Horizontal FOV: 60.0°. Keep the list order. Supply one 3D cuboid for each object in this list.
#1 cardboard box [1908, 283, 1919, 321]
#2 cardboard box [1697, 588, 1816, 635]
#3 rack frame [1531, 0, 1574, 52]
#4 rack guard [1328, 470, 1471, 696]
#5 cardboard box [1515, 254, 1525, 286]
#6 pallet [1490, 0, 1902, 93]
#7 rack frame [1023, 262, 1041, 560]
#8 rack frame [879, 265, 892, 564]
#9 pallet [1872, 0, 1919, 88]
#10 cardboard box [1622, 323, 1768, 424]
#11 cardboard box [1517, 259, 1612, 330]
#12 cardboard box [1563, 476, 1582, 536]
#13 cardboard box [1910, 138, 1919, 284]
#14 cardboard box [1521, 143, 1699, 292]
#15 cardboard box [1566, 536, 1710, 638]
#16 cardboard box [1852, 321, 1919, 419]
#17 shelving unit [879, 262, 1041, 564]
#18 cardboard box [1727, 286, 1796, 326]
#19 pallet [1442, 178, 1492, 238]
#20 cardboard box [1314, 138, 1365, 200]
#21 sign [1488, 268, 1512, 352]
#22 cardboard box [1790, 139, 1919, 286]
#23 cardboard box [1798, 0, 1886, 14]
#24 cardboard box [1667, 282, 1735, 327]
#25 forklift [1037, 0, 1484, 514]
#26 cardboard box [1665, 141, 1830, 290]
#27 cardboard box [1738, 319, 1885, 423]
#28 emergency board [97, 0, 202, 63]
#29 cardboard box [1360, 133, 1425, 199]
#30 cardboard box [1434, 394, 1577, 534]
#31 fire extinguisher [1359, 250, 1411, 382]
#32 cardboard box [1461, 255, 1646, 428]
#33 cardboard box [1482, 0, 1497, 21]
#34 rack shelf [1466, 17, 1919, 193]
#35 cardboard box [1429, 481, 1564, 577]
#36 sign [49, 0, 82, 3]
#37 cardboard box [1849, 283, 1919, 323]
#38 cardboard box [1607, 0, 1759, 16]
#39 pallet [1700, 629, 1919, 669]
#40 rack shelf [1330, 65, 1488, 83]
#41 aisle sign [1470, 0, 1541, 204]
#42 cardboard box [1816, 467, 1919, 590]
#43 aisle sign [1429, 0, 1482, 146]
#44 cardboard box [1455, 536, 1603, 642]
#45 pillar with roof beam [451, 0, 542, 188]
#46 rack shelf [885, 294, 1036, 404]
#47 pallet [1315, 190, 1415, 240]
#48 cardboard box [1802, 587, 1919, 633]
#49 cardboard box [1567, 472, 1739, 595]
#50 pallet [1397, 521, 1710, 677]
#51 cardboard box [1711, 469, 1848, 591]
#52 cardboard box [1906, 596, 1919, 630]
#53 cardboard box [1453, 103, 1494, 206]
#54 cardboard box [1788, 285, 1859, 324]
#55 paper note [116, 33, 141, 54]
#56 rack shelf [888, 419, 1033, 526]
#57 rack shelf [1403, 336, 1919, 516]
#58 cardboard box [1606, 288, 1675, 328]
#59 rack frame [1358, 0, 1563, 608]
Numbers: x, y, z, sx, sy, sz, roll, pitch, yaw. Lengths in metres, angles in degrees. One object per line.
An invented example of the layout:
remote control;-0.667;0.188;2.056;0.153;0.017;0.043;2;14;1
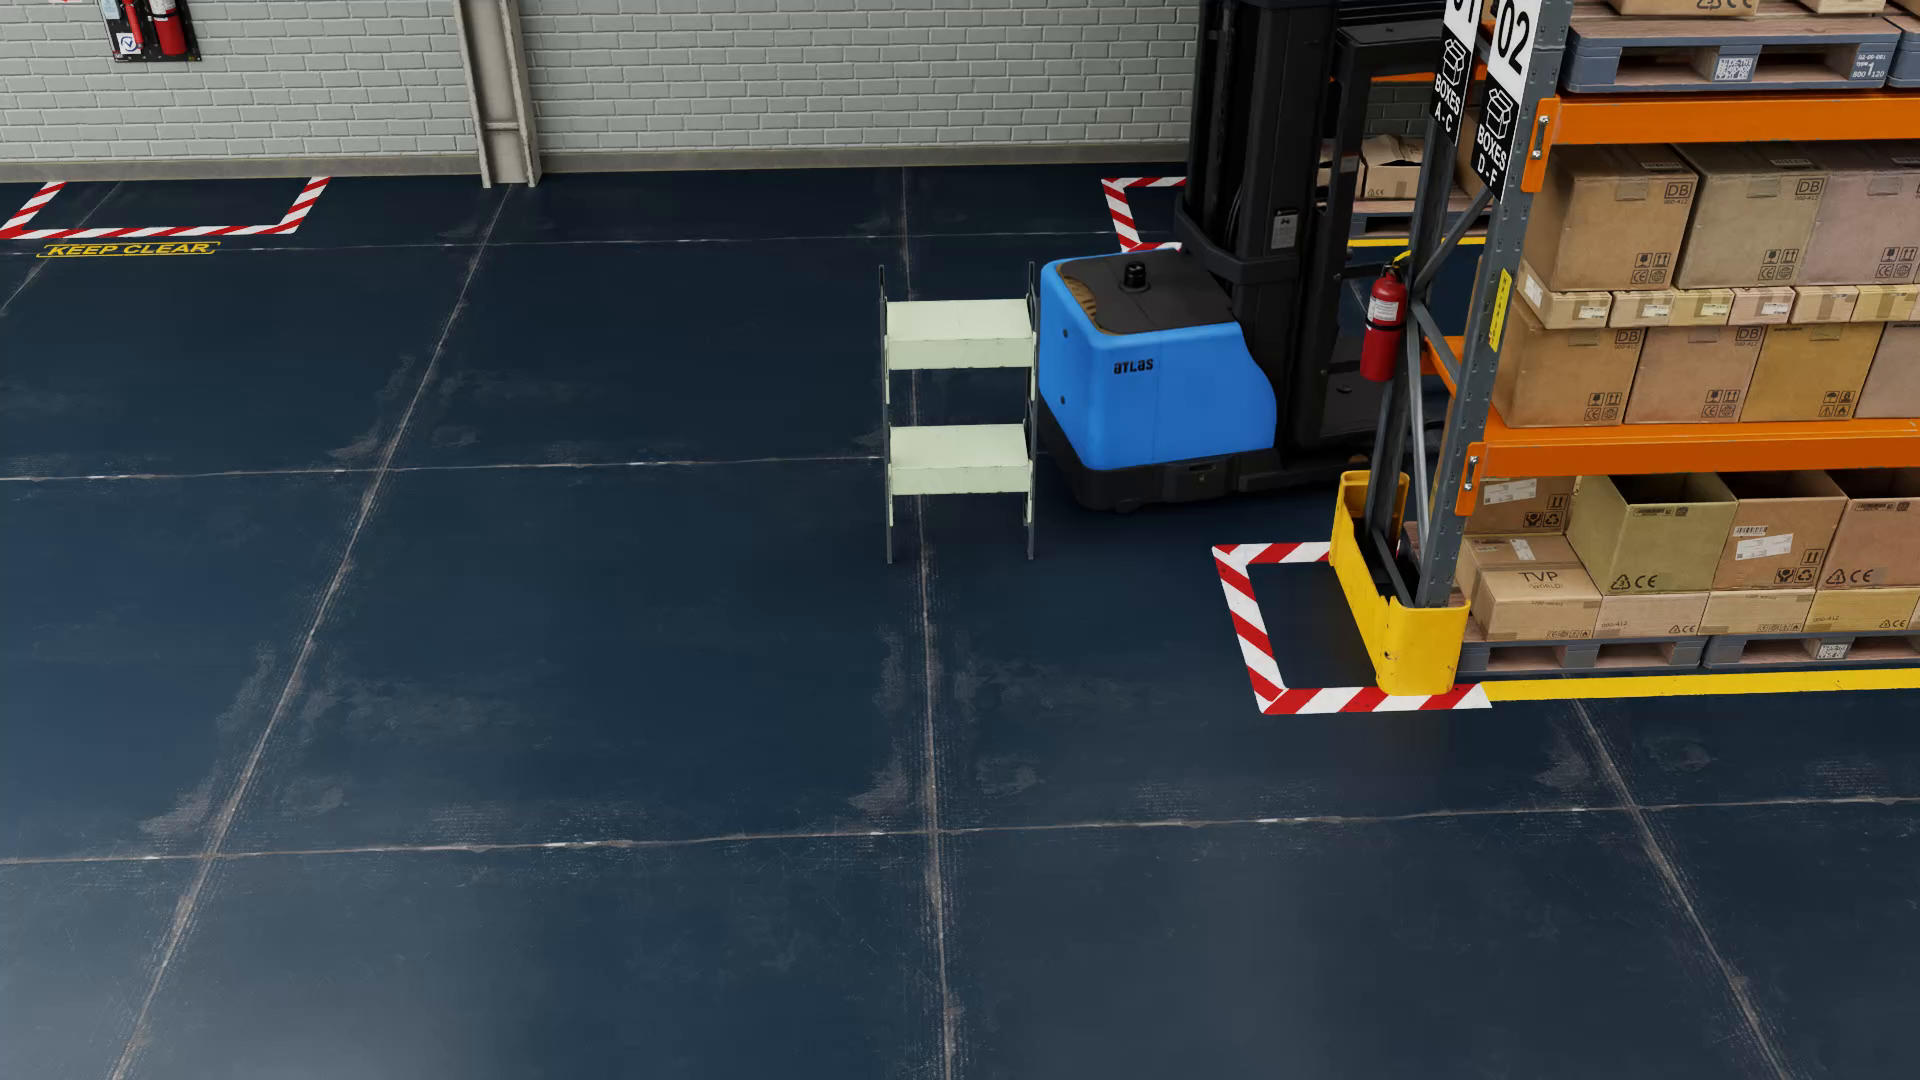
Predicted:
cardboard box;4.073;-1.080;7.054;0.250;0.149;0.380;-1;35;-2
cardboard box;3.680;0.198;7.912;0.500;0.250;0.500;-2;35;-2
rack frame;2.135;-3.310;5.662;0.127;3.000;1.000;-2;35;-2
rack guard;2.111;0.185;8.079;0.348;0.500;1.175;-2;35;-2
cardboard box;2.508;-1.270;7.327;0.250;0.149;0.380;-2;35;-3
pallet;2.843;-2.045;6.547;1.213;0.211;1.003;-2;35;-2
rack frame;0.359;-0.626;8.373;0.023;1.500;0.400;-2;35;-2
rack frame;-0.372;-0.607;8.345;0.023;1.500;0.400;-2;35;-2
pallet;4.064;-2.079;6.597;1.213;0.211;1.003;-2;35;-2
cardboard box;3.127;-0.907;7.373;0.500;0.500;0.700;-1;35;-1
cardboard box;2.538;-1.039;6.994;0.250;0.149;0.380;-2;35;-3
cardboard box;3.156;-0.088;8.325;0.500;0.250;0.500;-2;35;-2
cardboard box;4.184;-1.470;7.046;0.500;0.500;0.700;-2;35;-2
cardboard box;2.655;-1.425;6.981;0.500;0.500;0.700;-1;35;-2
cardboard box;3.181;0.211;7.893;0.500;0.250;0.500;-2;35;-2
cardboard box;4.149;-0.933;7.411;0.500;0.500;0.700;-1;35;-1
shelving unit;-0.007;-0.617;8.359;0.755;1.500;0.431;-2;35;-2
cardboard box;3.303;-1.060;7.023;0.250;0.149;0.380;-2;35;-3
pallet;4.002;-2.547;12.282;1.213;0.211;1.003;-2;35;-2
cardboard box;2.593;-2.702;12.031;0.500;0.311;0.500;-5;35;-8
sign;2.156;-0.916;6.644;0.005;0.325;0.100;-2;35;-2
cardboard box;3.684;-1.456;7.026;0.500;0.500;0.700;-1;35;-2
cardboard box;3.319;-2.135;6.329;0.250;0.149;0.380;-2;35;-2
cardboard box;3.050;-1.054;7.015;0.250;0.149;0.380;-1;35;-2
forklift;2.002;-1.794;8.803;3.031;2.935;1.130;-8;36;-12
cardboard box;3.180;-1.442;7.006;0.500;0.500;0.700;-2;35;-3
cardboard box;3.623;-0.917;7.387;0.500;0.500;0.700;-1;35;-2
emergency board;-5.908;-3.963;11.877;0.643;1.169;0.194;-2;35;-2
cardboard box;3.162;-2.717;12.053;0.500;0.311;0.500;1;35;2
cardboard box;2.657;-0.377;8.084;0.500;0.500;0.500;-2;35;-2
fire extinguisher;1.995;-1.072;7.768;0.183;0.674;0.296;-2;35;-2
cardboard box;2.602;-0.890;7.348;0.500;0.500;0.700;-2;35;-2
cardboard box;3.399;-3.774;11.059;0.500;0.500;0.500;-3;35;-4
rack shelf;4.133;-1.835;6.798;4.000;0.370;1.077;-2;35;-2
cardboard box;2.657;-0.068;8.296;0.500;0.250;0.500;-2;35;-2
sign;-6.465;-4.022;11.930;0.234;0.329;0.001;-2;35;-2
cardboard box;3.824;-1.075;7.046;0.250;0.149;0.380;-2;35;-3
cardboard box;2.710;-2.363;6.346;0.637;0.503;0.797;1;35;1
pallet;4.113;0.228;8.272;1.213;0.211;1.003;-2;35;-2
rack shelf;3.895;-3.417;11.720;4.000;0.370;1.077;-2;35;-2
aisle sign;2.084;-1.736;6.375;0.004;0.787;0.394;-2;35;-2
cardboard box;4.180;-0.121;7.713;0.500;0.500;0.500;-2;35;-2
aisle sign;2.056;-2.078;6.868;0.004;0.787;0.394;-2;35;-2
cardboard box;2.682;0.227;7.870;0.500;0.250;0.500;-2;35;-2
pillar with roof beam;-3.234;-4.028;6.699;0.400;9.000;9.100;-2;35;-2
rack shelf;-0.007;-0.937;8.137;0.720;0.370;0.431;-2;35;-2
pallet;2.786;-2.516;12.237;1.213;0.211;1.003;-2;35;-2
cardboard box;4.180;0.187;7.927;0.500;0.250;0.500;-2;35;-2
cardboard box;3.181;-0.096;7.678;0.500;0.500;0.500;-2;35;-2
pallet;2.897;0.259;8.227;1.213;0.211;1.003;-2;35;-2
cardboard box;3.680;-0.117;7.708;0.500;0.500;0.500;-2;35;-2
cardboard box;4.679;0.173;7.947;0.500;0.250;0.500;-2;35;-2
cardboard box;3.897;-2.786;11.986;0.500;0.500;0.700;-4;35;-5
cardboard box;3.569;-1.068;7.036;0.250;0.149;0.380;-3;35;-4
paper note;-6.088;-3.635;12.177;0.142;0.148;0.016;-2;35;-2
rack shelf;-0.007;-0.348;8.545;0.720;0.370;0.431;-2;35;-2
rack shelf;4.133;-0.601;7.652;4.000;0.370;1.077;-2;35;-2
cardboard box;2.801;-1.048;7.007;0.250;0.149;0.380;-2;35;-3
rack frame;2.135;-0.843;7.369;0.127;3.000;1.000;-2;35;-2
